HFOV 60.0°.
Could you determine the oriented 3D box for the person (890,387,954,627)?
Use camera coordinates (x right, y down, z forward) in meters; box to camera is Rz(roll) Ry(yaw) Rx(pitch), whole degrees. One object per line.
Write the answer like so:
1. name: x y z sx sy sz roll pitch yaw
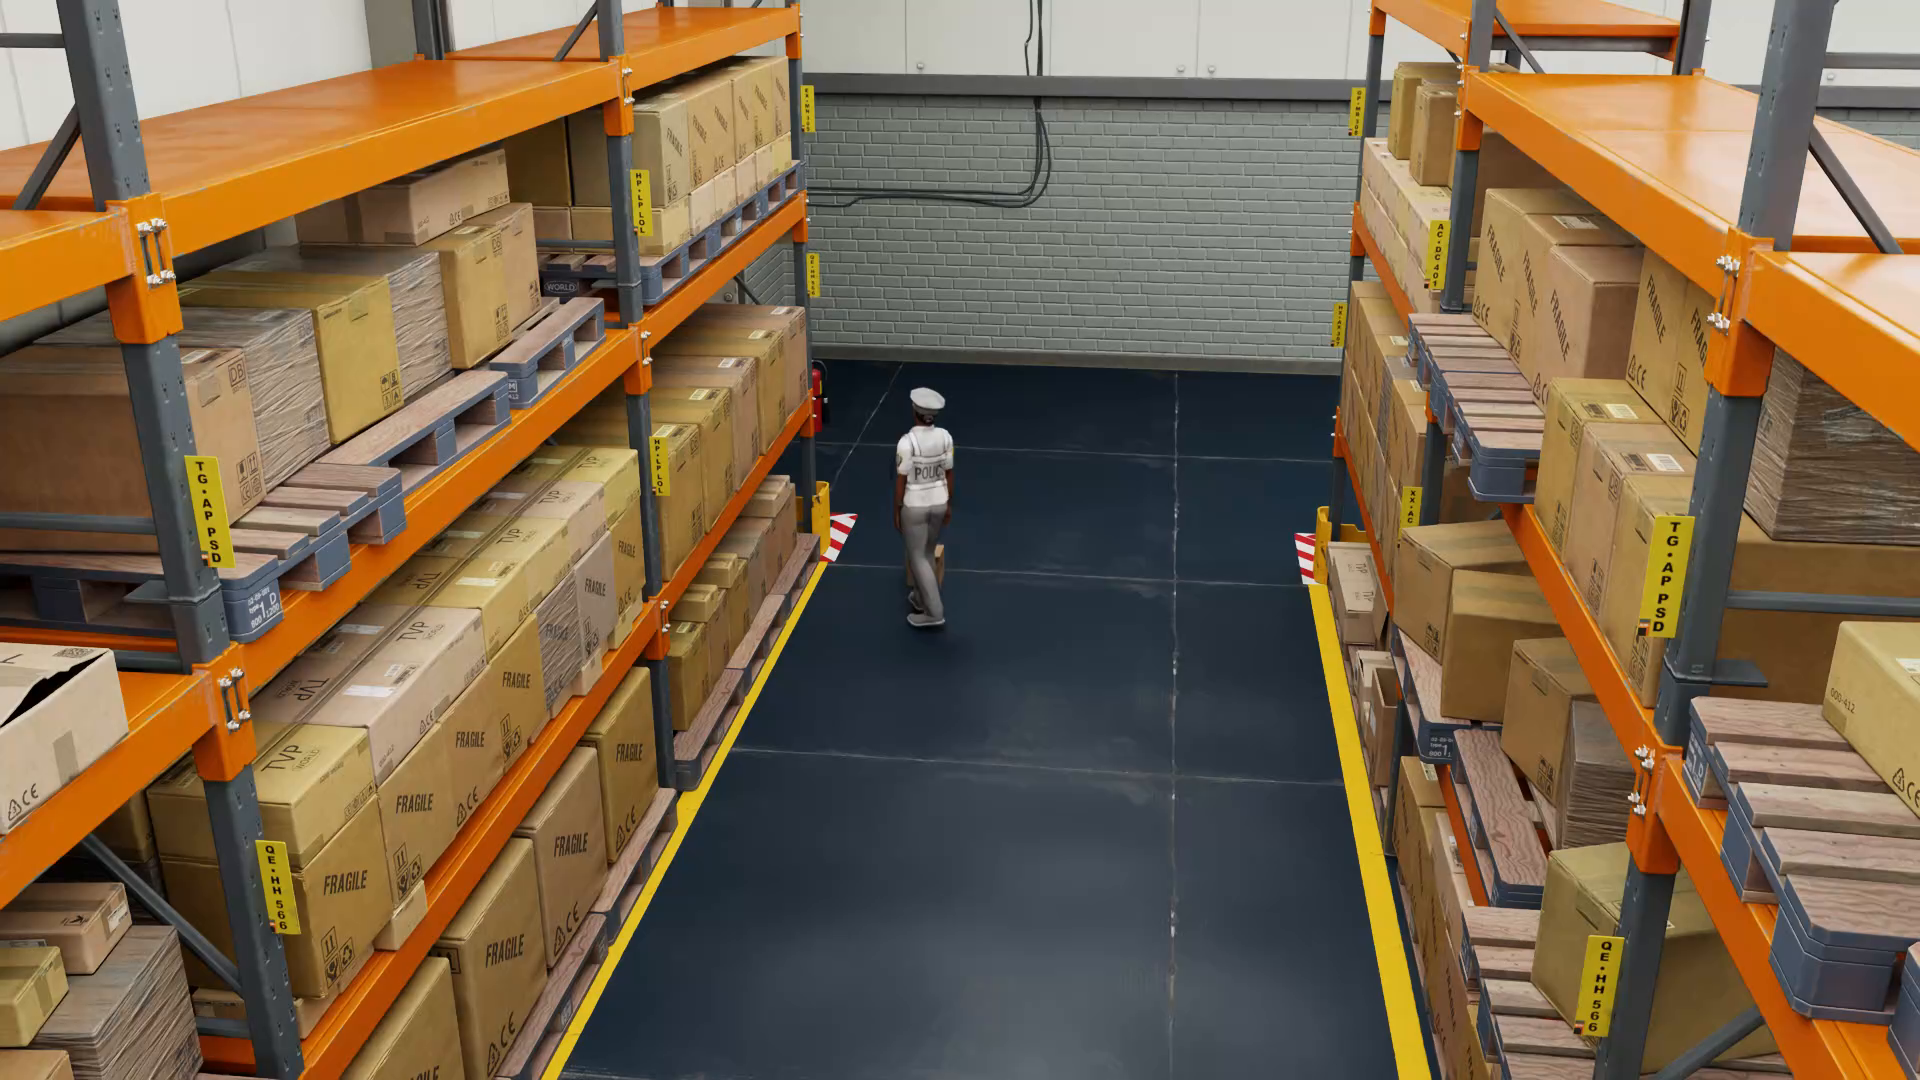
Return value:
1. person: -0.272 -0.238 11.650 0.445 1.673 0.636 -15 26 -34
